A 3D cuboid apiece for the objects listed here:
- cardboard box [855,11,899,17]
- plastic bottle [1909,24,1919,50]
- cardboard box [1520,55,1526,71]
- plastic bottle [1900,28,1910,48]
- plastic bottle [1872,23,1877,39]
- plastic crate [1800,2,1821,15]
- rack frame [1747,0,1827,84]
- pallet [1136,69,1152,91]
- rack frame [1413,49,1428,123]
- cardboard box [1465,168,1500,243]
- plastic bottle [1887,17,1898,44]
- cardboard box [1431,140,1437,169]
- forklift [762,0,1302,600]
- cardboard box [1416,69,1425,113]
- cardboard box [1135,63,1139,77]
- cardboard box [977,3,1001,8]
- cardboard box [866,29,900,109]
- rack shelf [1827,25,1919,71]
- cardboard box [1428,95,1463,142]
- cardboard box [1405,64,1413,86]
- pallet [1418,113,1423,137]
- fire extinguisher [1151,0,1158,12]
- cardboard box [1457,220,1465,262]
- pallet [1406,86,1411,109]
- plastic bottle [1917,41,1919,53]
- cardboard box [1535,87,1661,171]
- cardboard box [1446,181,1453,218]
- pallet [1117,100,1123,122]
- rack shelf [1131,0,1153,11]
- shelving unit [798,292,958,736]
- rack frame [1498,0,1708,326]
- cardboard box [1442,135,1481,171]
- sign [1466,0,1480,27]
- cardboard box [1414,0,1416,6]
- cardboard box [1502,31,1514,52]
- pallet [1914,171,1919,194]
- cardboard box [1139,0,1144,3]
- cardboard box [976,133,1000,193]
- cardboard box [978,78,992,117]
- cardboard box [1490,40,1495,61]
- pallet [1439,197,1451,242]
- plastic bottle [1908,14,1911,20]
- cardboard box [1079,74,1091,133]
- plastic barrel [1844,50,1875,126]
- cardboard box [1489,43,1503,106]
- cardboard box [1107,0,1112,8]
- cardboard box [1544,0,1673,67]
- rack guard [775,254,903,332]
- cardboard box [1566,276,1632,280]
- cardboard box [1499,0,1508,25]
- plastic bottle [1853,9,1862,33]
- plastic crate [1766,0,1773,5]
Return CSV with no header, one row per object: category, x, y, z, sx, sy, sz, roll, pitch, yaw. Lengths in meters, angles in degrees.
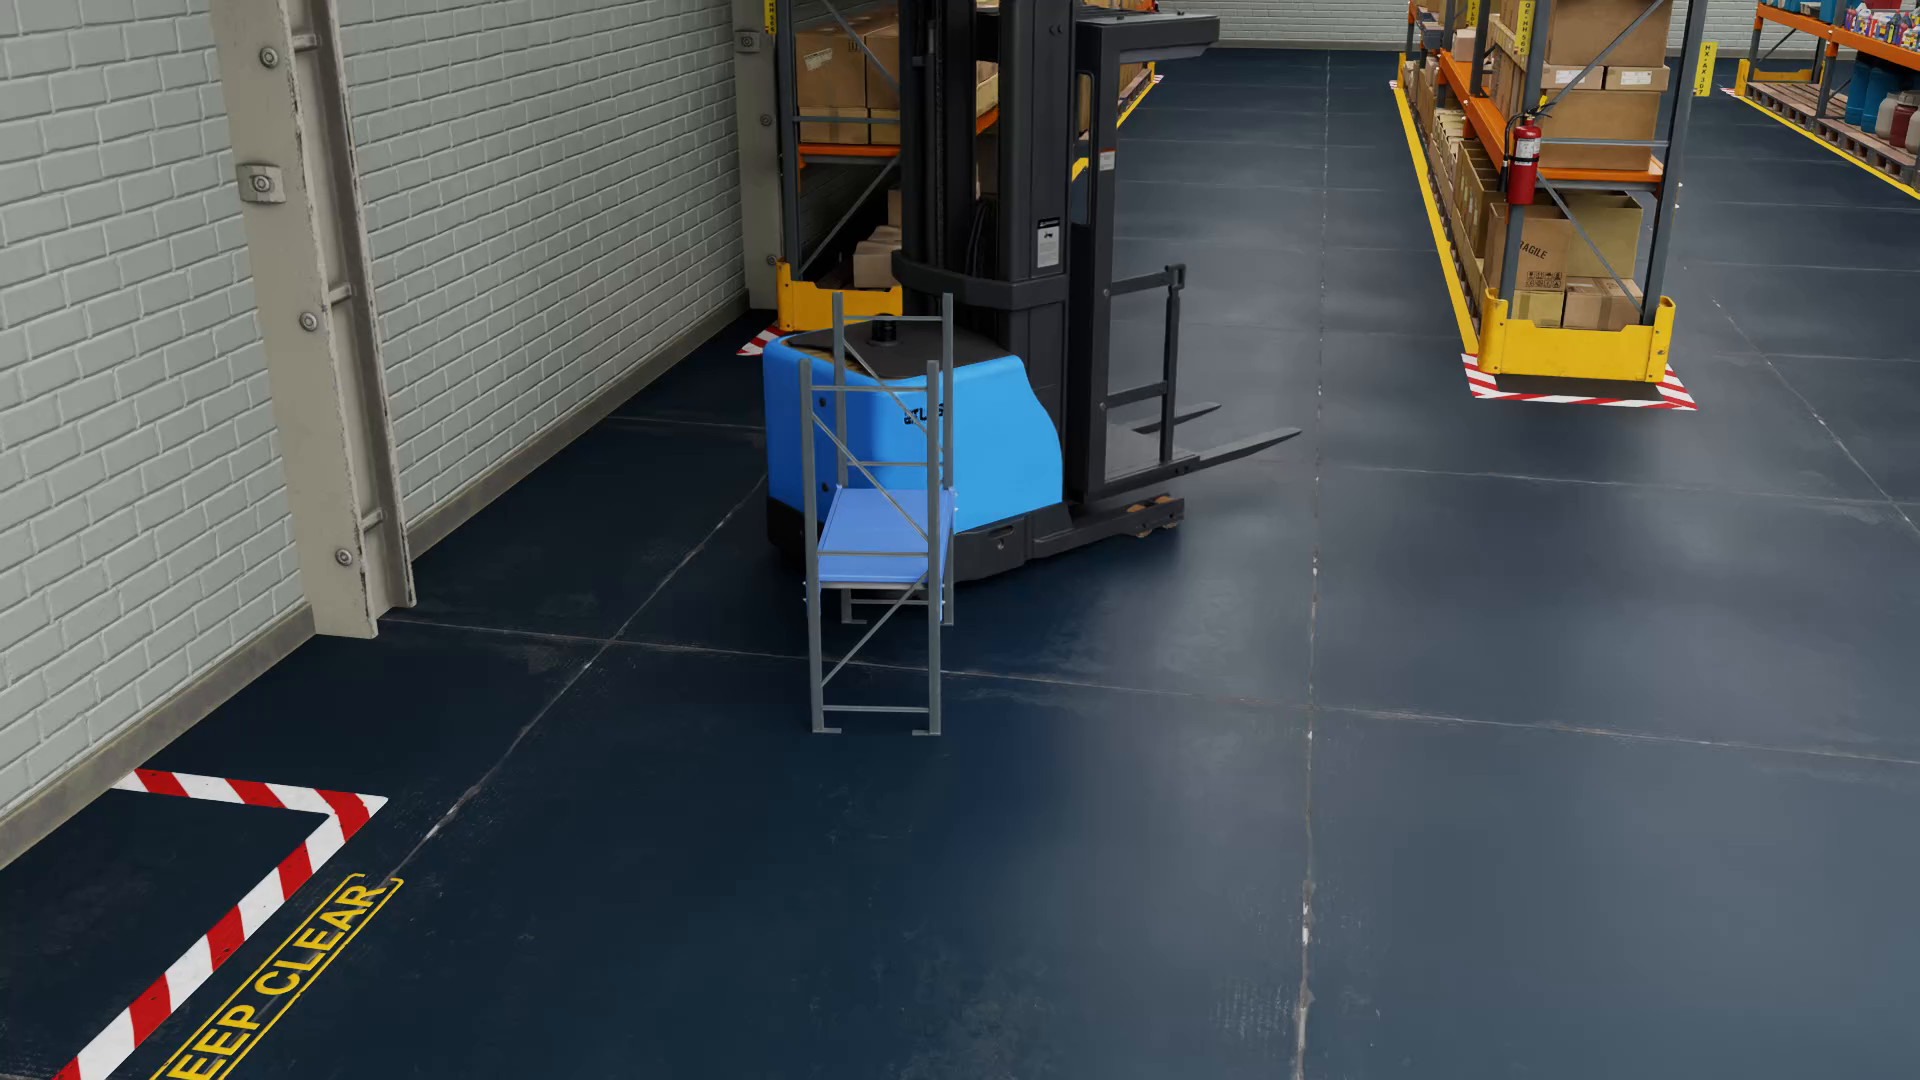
cardboard box,-0.550,-3.948,13.312,0.500,0.500,0.500,5,22,12
plastic bottle,10.409,-5.474,18.102,0.097,0.271,0.097,0,22,0
cardboard box,4.198,-3.418,11.822,0.380,0.149,0.250,5,23,13
plastic bottle,10.469,-5.548,18.381,0.097,0.201,0.097,0,22,0
plastic bottle,10.686,-5.937,19.346,0.097,0.201,0.097,0,22,0
plastic crate,11.453,-7.114,22.274,0.293,0.136,0.466,4,22,11
rack frame,12.209,-8.011,24.231,1.000,3.000,0.127,4,22,11
pallet,2.423,-7.175,25.886,1.003,0.211,1.213,4,22,11
rack frame,6.544,-6.927,21.539,1.000,3.000,0.127,4,22,11
cardboard box,4.207,-2.574,12.845,0.500,0.500,0.500,4,22,11
plastic bottle,10.539,-5.746,18.763,0.061,0.283,0.133,4,22,11
cardboard box,5.232,-4.031,17.465,0.500,0.250,0.500,4,22,9
forklift,0.522,-1.508,8.175,3.031,2.935,1.130,-17,27,-35
cardboard box,6.207,-5.814,21.531,0.500,0.500,0.500,3,22,8
cardboard box,2.363,-7.355,25.385,0.700,0.500,0.500,4,22,11
cardboard box,0.171,-4.286,14.151,0.500,0.500,0.500,4,22,11
cardboard box,-0.363,-3.354,11.837,0.500,0.500,0.500,4,22,11
rack shelf,10.984,-5.483,18.916,1.077,0.370,4.000,4,22,11
cardboard box,5.689,-4.869,19.185,0.500,0.500,0.500,5,23,13
cardboard box,6.768,-6.776,24.255,0.500,0.250,0.500,4,22,11
pallet,6.415,-5.334,21.314,1.003,0.211,1.213,4,22,11
fire extinguisher,2.993,-8.578,26.239,0.296,0.674,0.183,4,22,11
cardboard box,4.306,-2.410,13.440,0.500,0.250,0.500,4,22,11
pallet,6.932,-6.332,23.795,1.003,0.211,1.213,4,22,11
plastic bottle,10.349,-5.335,17.850,0.097,0.201,0.097,0,22,0
cardboard box,4.203,-2.755,11.045,0.700,0.500,0.500,4,22,11
cardboard box,4.712,-3.095,15.141,0.500,0.250,0.500,4,22,10
pallet,1.610,-5.722,22.279,1.003,0.211,1.213,4,22,11
rack shelf,2.102,-7.701,24.424,1.077,0.370,4.000,4,22,11
shelving unit,-0.302,-0.134,6.678,0.538,1.500,1.048,1,22,2
rack frame,4.095,-2.539,10.642,1.000,3.000,0.127,4,22,11
cardboard box,4.918,-3.724,15.953,0.500,0.311,0.500,4,22,11
sign,4.378,-4.540,14.167,0.100,0.325,0.005,4,22,11
cardboard box,6.806,-7.922,23.875,0.500,0.500,0.500,4,22,11
cardboard box,4.460,-3.892,12.999,0.380,0.149,0.250,4,22,9
pallet,10.380,-3.512,16.791,1.003,0.211,1.213,4,22,11
cardboard box,2.278,-8.452,24.922,0.980,0.700,0.700,4,22,10
cardboard box,0.195,-3.693,16.265,0.700,0.500,0.500,5,23,13
cardboard box,-0.037,-3.571,13.378,0.500,0.250,0.500,5,22,11
cardboard box,5.192,-4.520,15.429,0.500,0.500,0.500,6,23,15
pallet,5.024,-2.981,15.472,1.003,0.211,1.213,4,22,11
plastic bottle,11.503,-6.290,20.223,0.097,0.201,0.097,0,22,0
cardboard box,1.156,-5.297,19.807,0.750,0.750,0.750,4,22,10
plastic barrel,11.265,-5.572,20.421,0.600,0.901,0.708,4,22,11
cardboard box,4.827,-3.885,13.852,0.700,0.500,0.500,4,22,10
cardboard box,1.641,-6.939,21.009,0.500,0.500,0.500,4,22,11
cardboard box,4.214,-3.376,10.851,0.700,0.500,0.500,5,22,11
rack guard,-0.739,-1.783,12.112,1.175,0.500,0.348,4,22,11
cardboard box,4.521,-1.820,11.977,0.500,0.250,0.500,4,22,11
cardboard box,4.827,-4.487,13.609,0.700,0.500,0.500,5,22,11
plastic bottle,10.847,-6.259,20.052,0.097,0.271,0.097,0,22,0
plastic crate,11.689,-7.741,23.831,0.250,0.136,0.298,4,22,11
